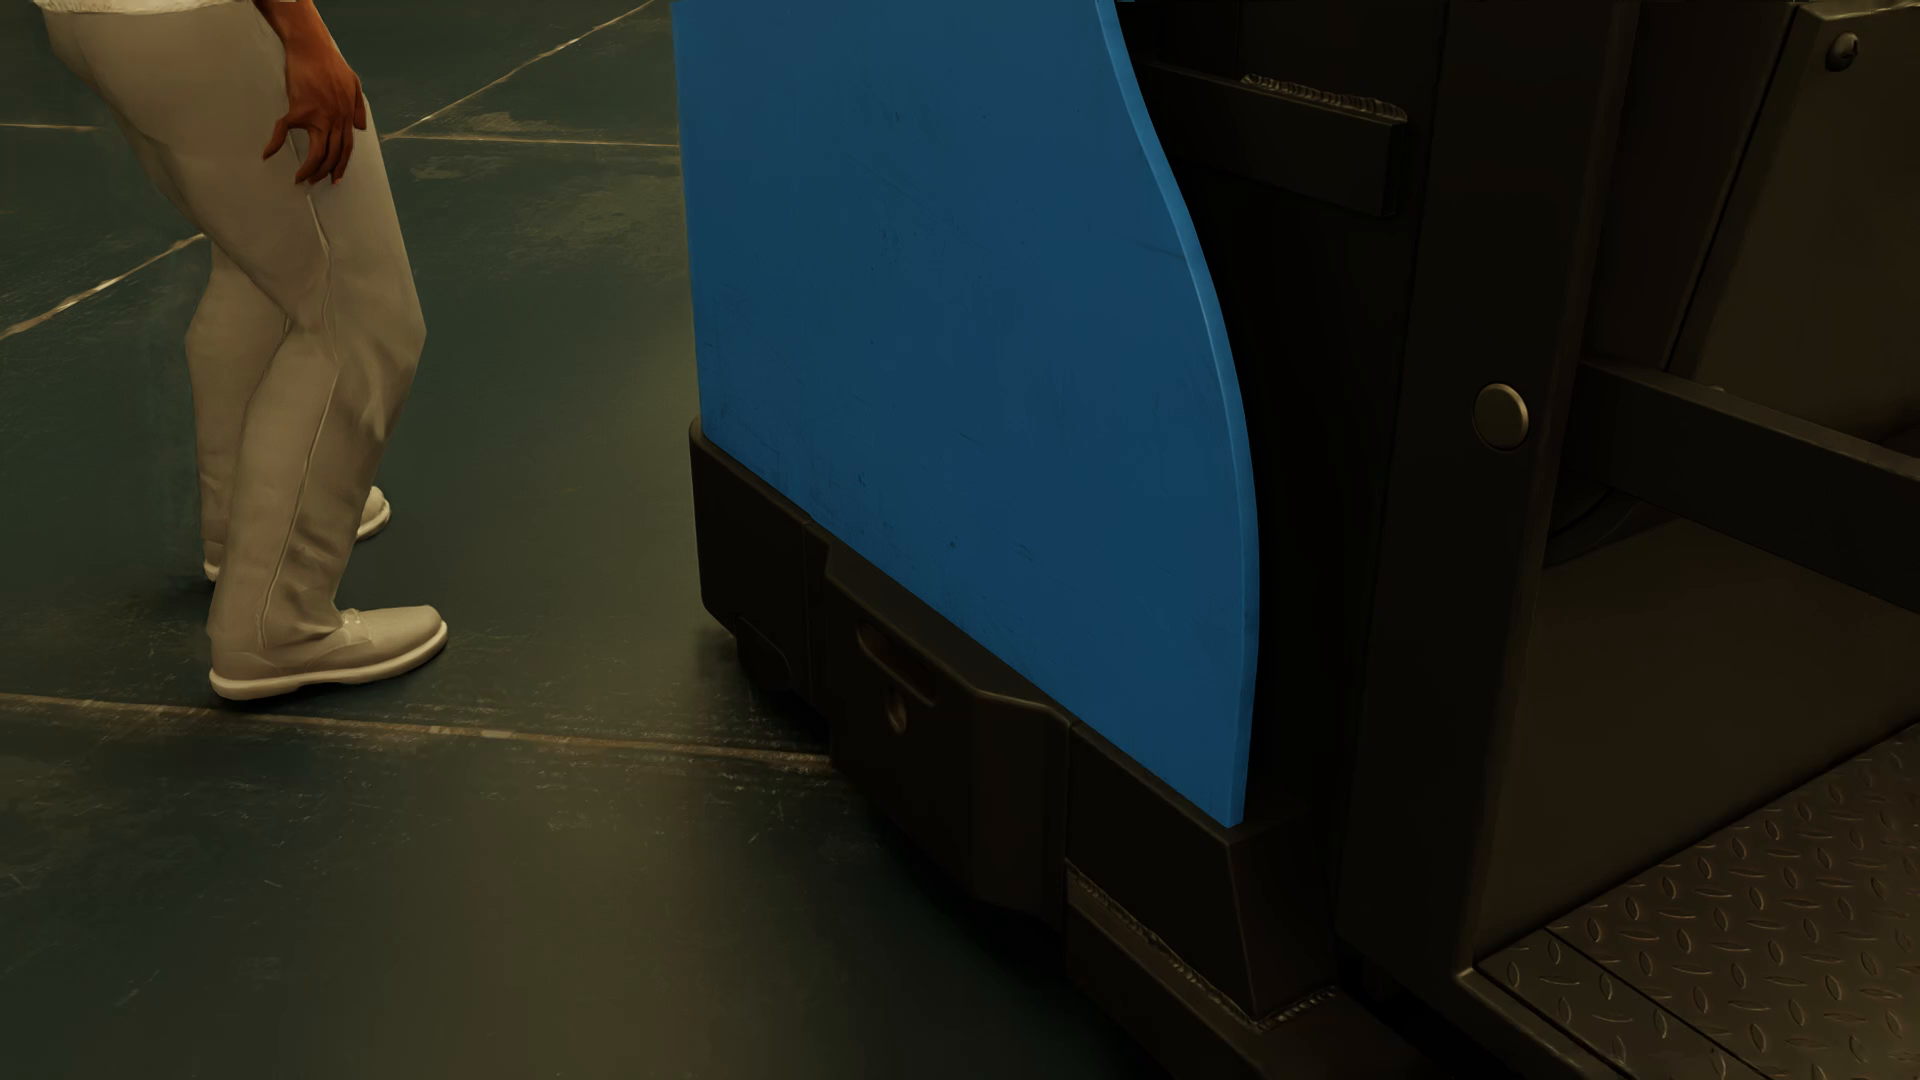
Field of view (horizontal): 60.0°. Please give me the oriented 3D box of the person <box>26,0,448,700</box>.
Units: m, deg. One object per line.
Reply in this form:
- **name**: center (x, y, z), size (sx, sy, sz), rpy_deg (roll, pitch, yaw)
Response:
- **person**: center (-0.857, -0.611, 1.902), size (0.376, 1.633, 0.705), rpy_deg (-19, 32, -33)

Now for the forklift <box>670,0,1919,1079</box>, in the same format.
- **forklift**: center (0.891, -0.757, 0.734), size (1.130, 2.935, 3.031), rpy_deg (-16, 31, -30)
